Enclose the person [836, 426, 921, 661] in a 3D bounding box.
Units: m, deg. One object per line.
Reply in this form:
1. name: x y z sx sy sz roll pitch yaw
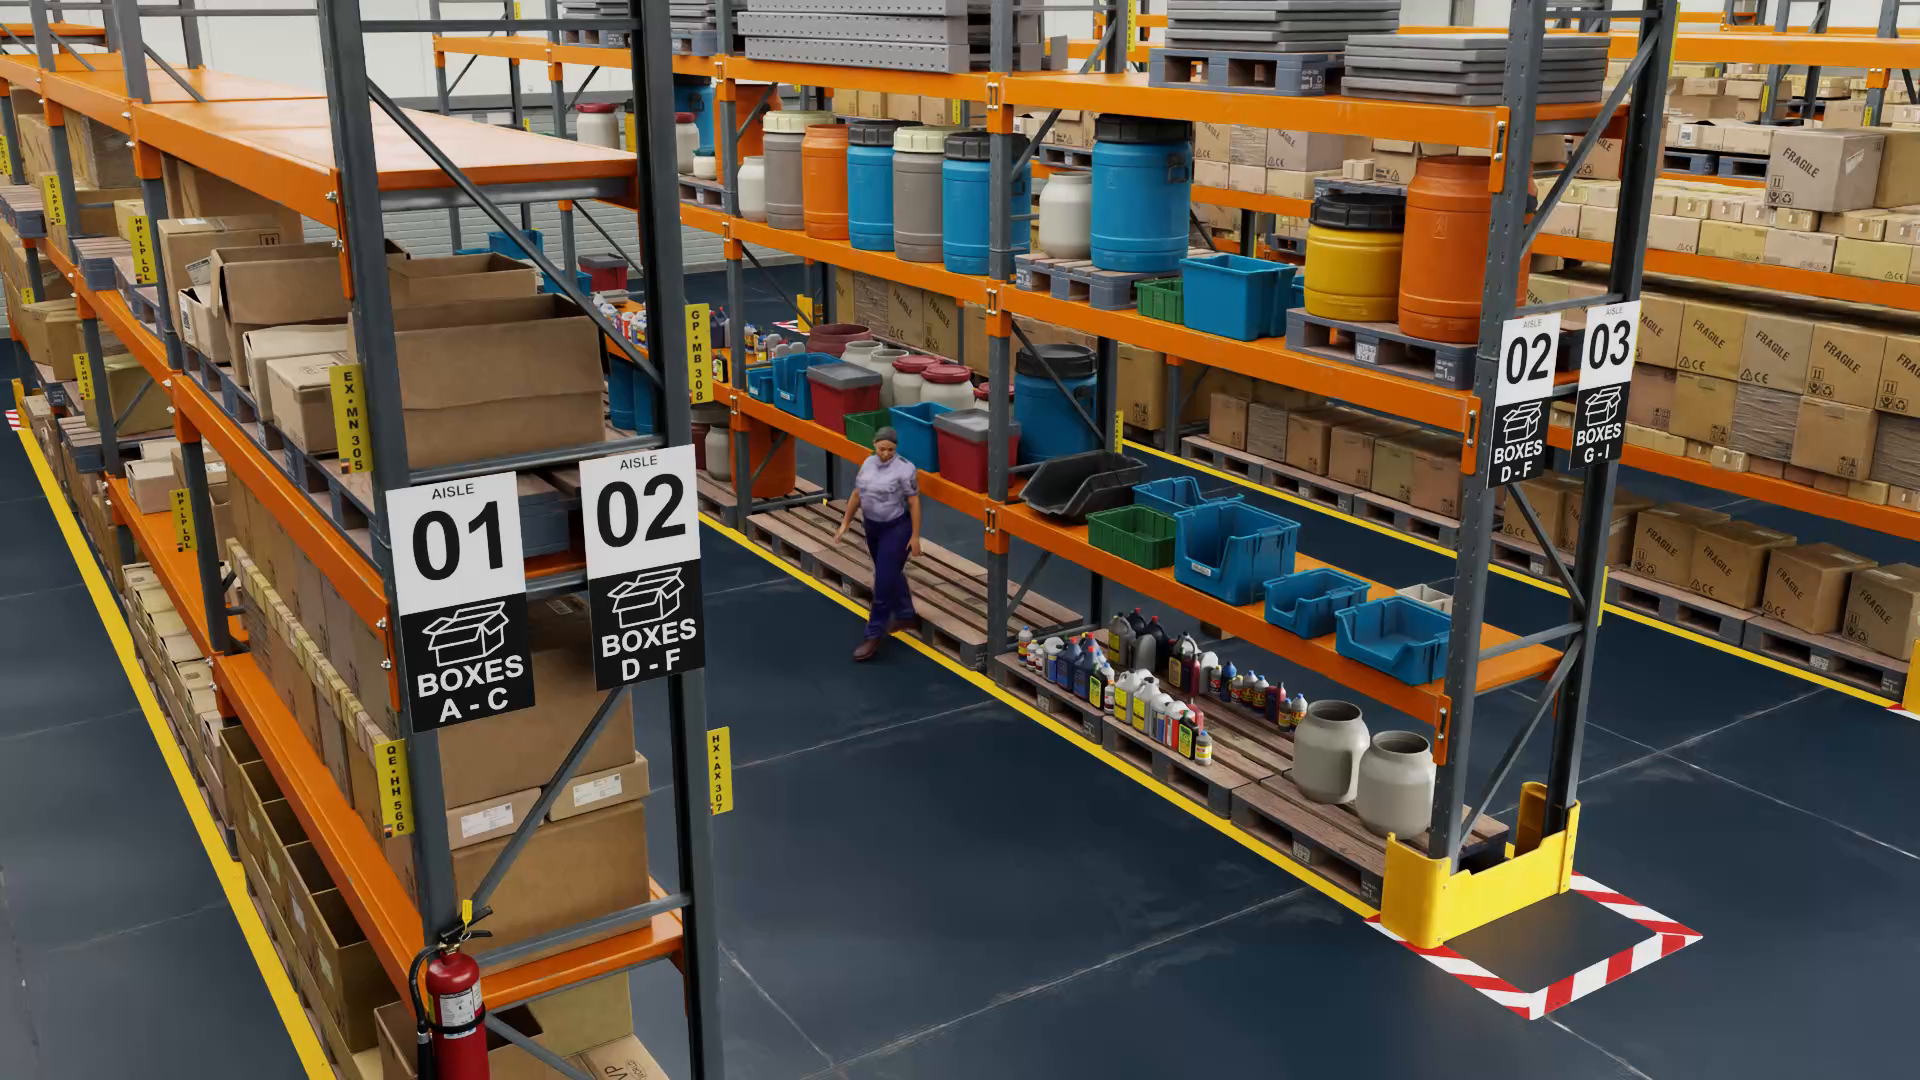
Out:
1. person: -0.593 -0.024 12.022 0.699 1.664 0.580 -16 24 -40
